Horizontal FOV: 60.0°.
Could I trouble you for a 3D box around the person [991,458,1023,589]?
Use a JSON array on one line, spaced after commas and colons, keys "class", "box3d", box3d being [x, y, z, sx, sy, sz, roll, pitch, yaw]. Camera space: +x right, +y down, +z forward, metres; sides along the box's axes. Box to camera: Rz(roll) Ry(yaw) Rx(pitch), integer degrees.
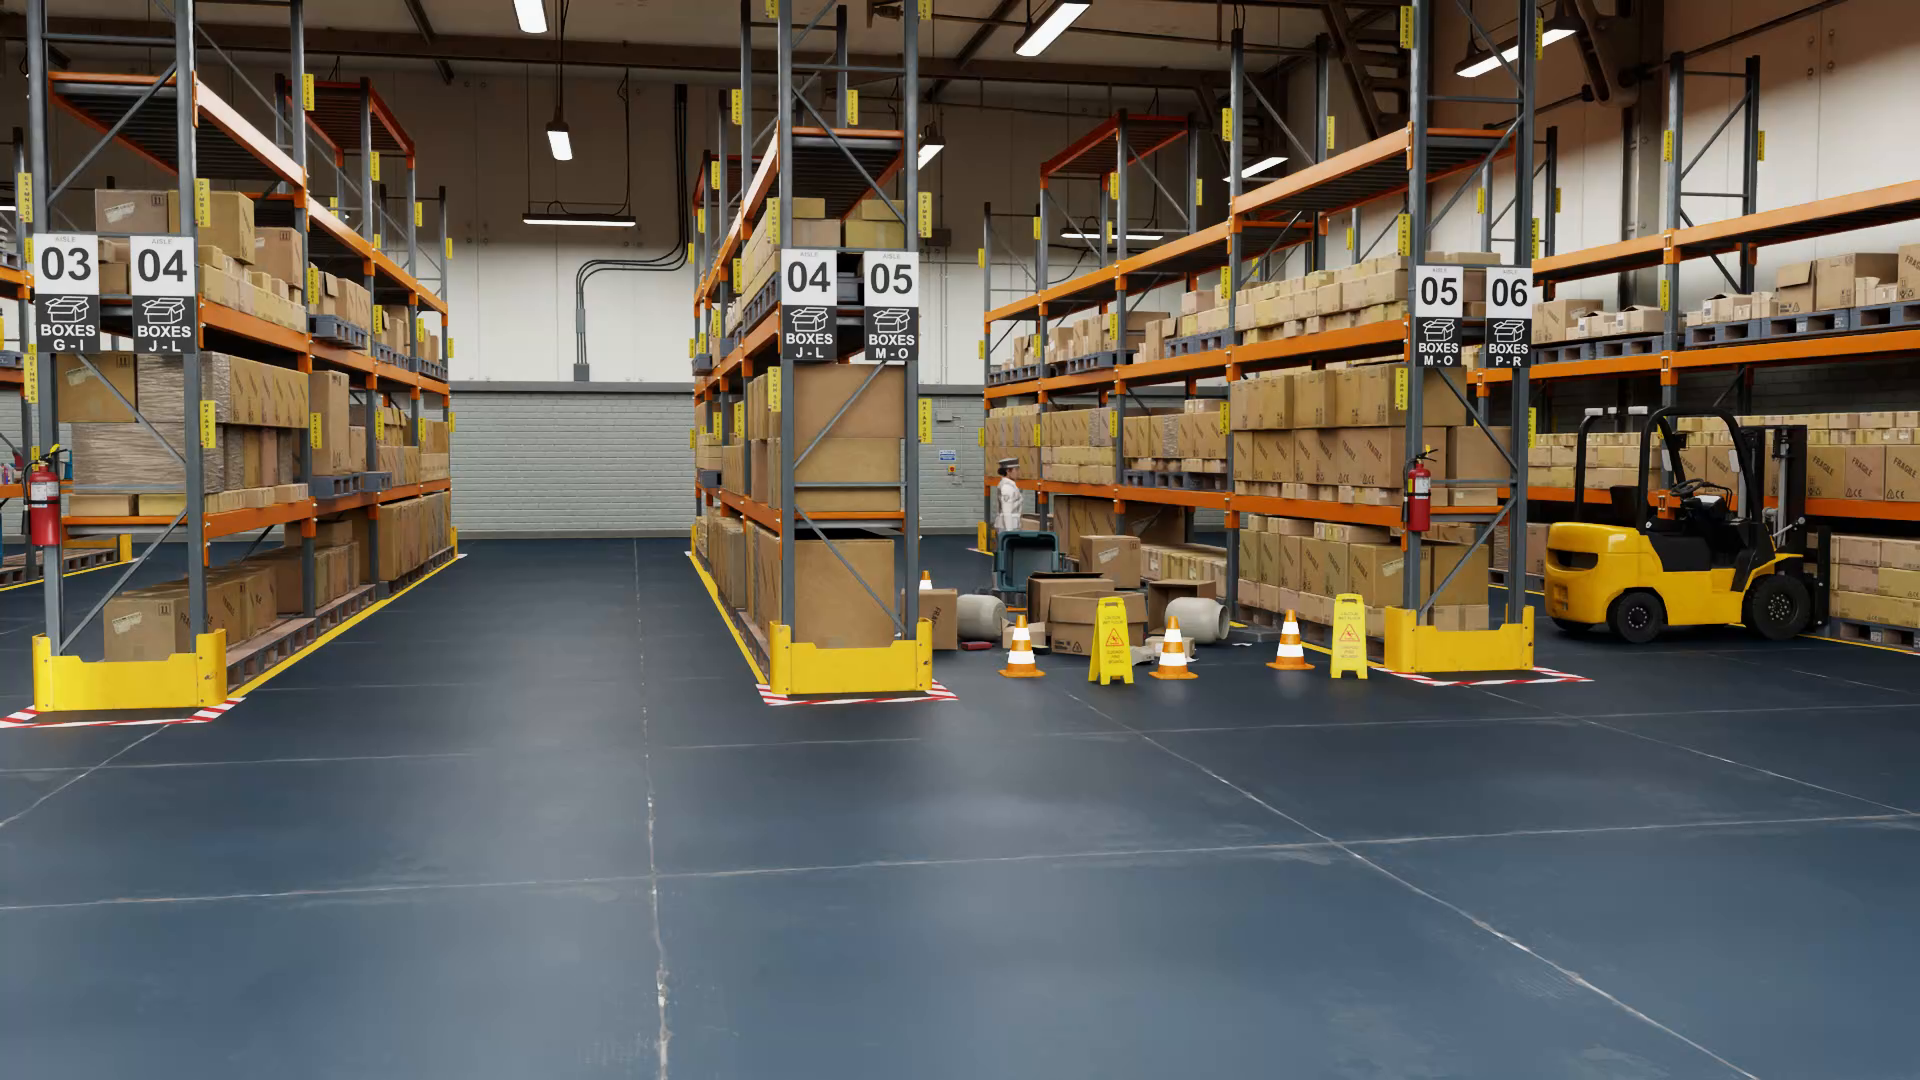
[{"class": "person", "box3d": [0.667, -0.084, 18.434, 0.666, 1.664, 0.504, 0, 3, -7]}]
